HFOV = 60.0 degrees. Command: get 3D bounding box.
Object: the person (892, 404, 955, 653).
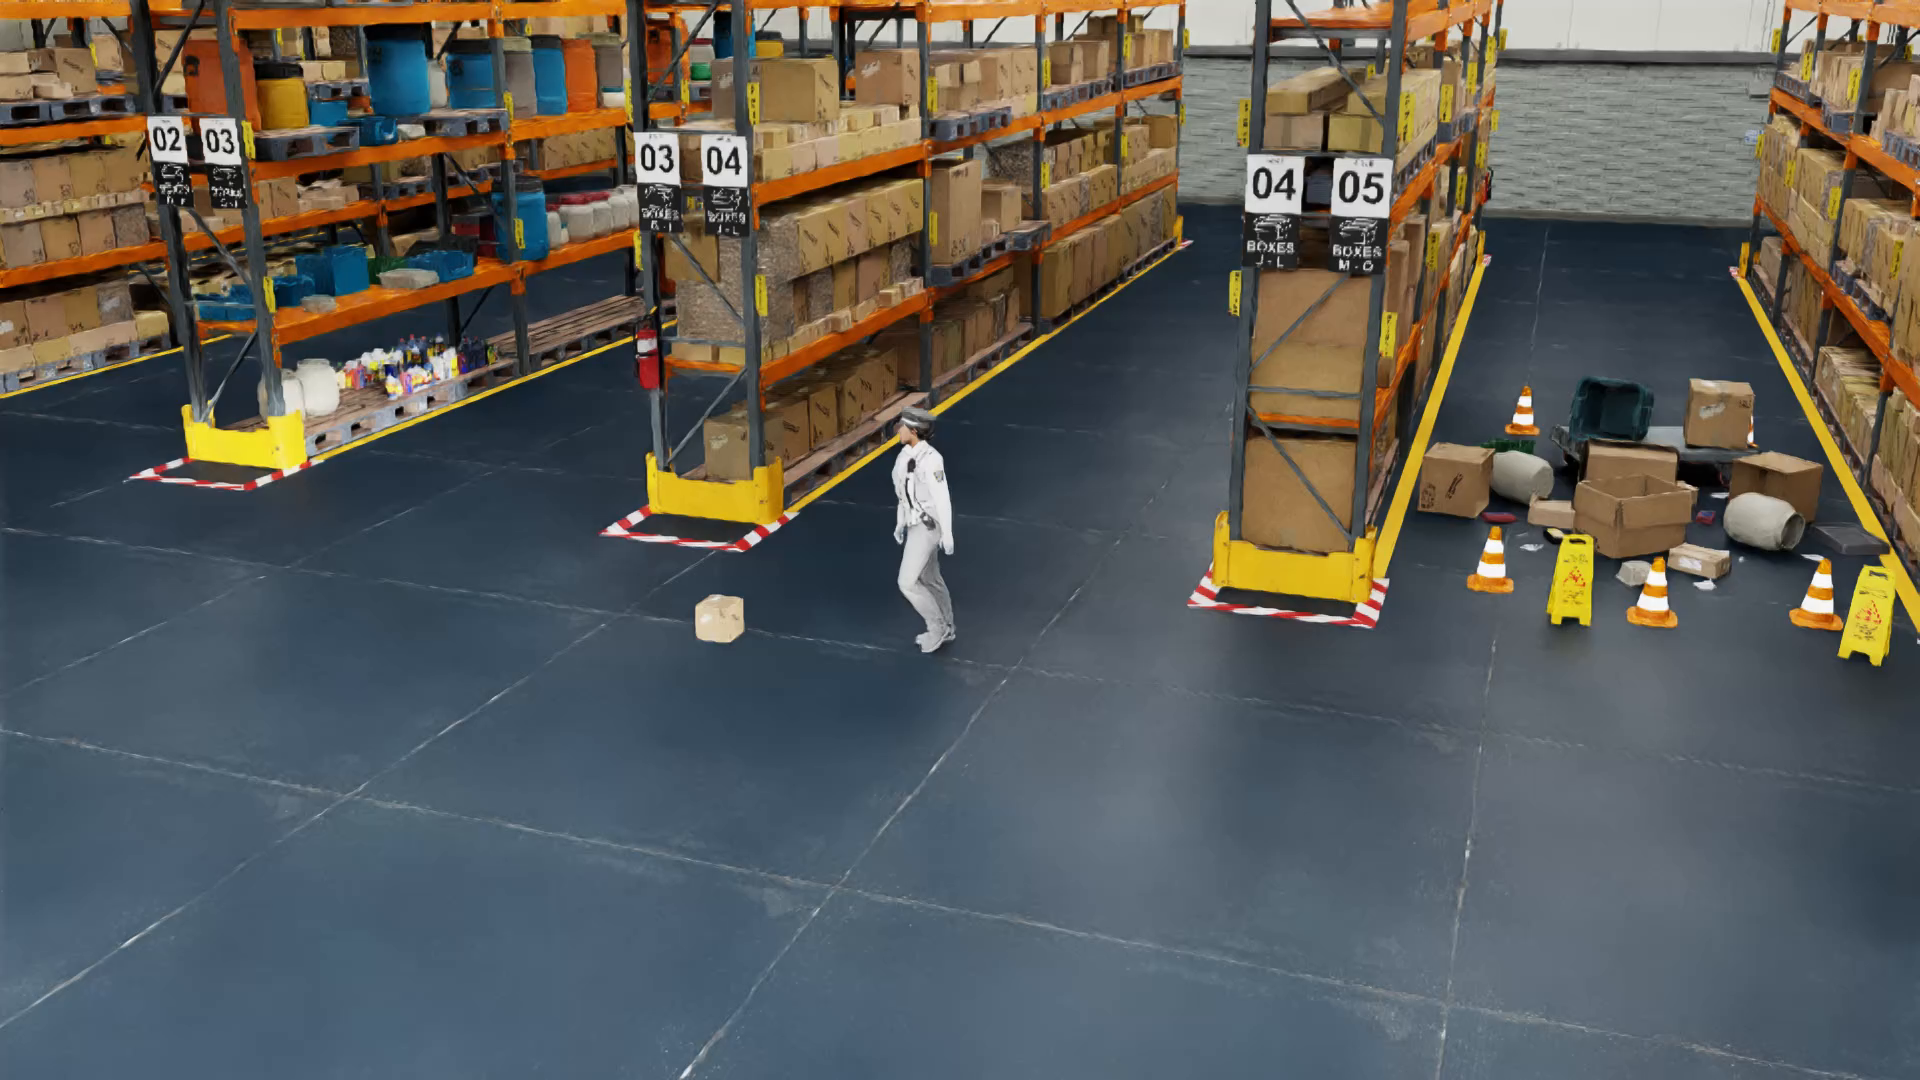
[{"bbox_3d":[-0.252,-0.088,11.240,0.442,1.670,0.577,-6,20,-18],"label":"person"}]
